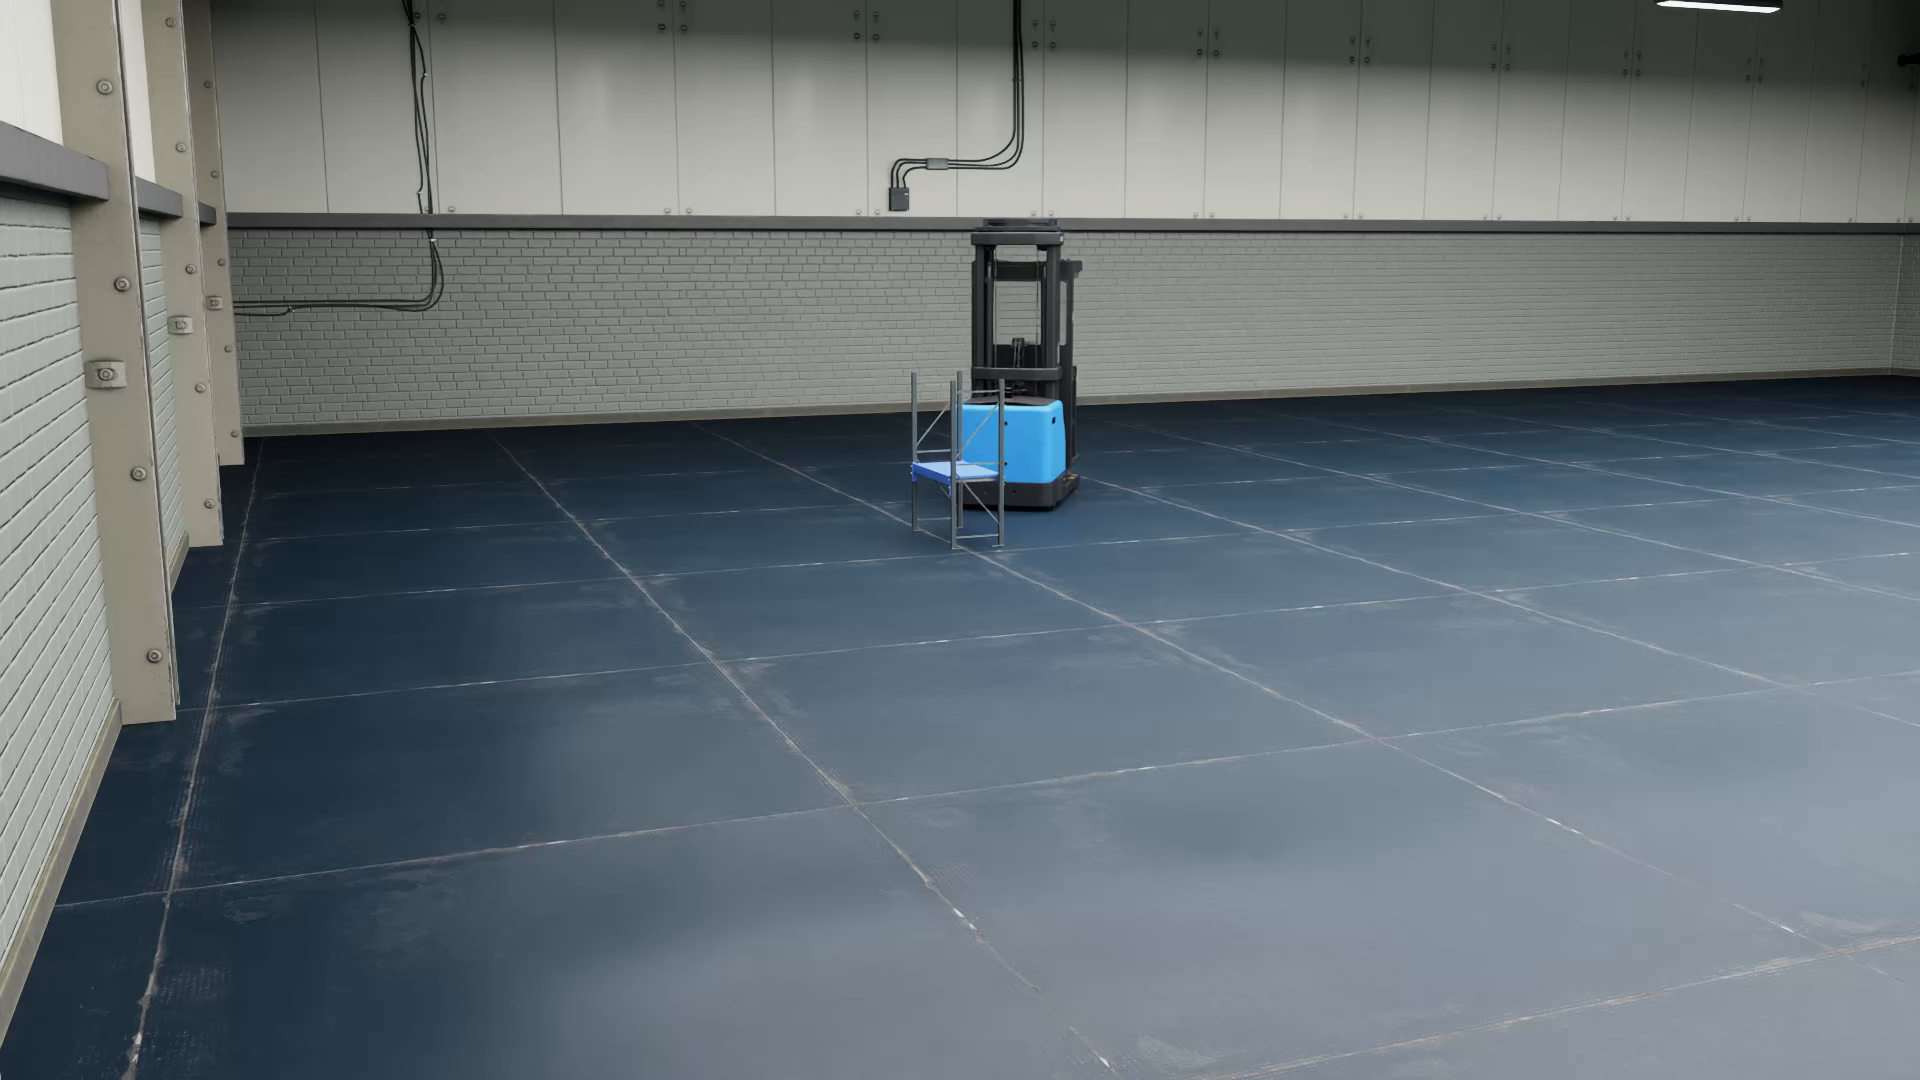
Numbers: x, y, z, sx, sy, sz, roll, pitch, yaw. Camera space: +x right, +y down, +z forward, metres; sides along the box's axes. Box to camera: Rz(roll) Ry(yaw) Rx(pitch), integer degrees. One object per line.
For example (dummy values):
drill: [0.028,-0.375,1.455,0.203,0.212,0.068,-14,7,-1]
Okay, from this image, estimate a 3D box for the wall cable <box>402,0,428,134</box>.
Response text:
wall cable: [-6.354,-7.080,23.804,3.097,2.526,0.112,-4,11,-21]

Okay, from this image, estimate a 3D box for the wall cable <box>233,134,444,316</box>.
wall cable: [-8.875,-4.422,23.281,3.097,2.526,0.112,-4,11,-21]

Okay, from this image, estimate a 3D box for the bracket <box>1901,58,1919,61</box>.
bracket: [19.193,-9.493,32.644,0.076,0.066,3.189,-4,11,-21]

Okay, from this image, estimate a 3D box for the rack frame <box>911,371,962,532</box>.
rack frame: [-0.215,-0.835,15.663,0.500,1.500,0.032,-4,11,-21]

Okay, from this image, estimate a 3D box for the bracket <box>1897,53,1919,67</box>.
bracket: [18.979,-9.589,33.186,0.235,0.232,0.430,-4,11,-21]

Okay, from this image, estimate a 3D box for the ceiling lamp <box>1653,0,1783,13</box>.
ceiling lamp: [10.254,-8.848,22.627,2.000,3.185,0.800,-4,11,-21]

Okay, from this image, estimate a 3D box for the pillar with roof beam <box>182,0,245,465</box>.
pillar with roof beam: [-5.028,-5.659,21.370,9.100,9.000,0.400,-4,11,-21]

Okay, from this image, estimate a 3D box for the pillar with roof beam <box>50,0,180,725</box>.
pillar with roof beam: [-0.679,-3.700,10.358,9.100,9.000,0.400,-4,11,-21]

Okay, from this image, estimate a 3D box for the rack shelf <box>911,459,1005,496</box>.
rack shelf: [-0.031,-0.575,15.228,0.538,0.185,1.000,-4,11,-21]

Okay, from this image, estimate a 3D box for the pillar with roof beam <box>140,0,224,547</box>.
pillar with roof beam: [-2.854,-4.680,15.864,9.100,9.000,0.400,-4,11,-21]

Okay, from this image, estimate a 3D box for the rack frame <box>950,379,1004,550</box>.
rack frame: [0.153,-0.669,14.730,0.500,1.500,0.032,-4,11,-21]

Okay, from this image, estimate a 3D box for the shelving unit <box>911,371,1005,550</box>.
shelving unit: [-0.031,-0.752,15.197,0.538,1.500,1.048,-4,11,-21]

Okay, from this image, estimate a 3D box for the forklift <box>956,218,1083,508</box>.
forklift: [0.717,-1.981,18.019,1.130,2.935,3.031,2,10,12]

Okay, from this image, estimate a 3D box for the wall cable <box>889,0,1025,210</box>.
wall cable: [-0.021,-8.225,26.084,2.305,6.003,0.169,-4,11,-21]
